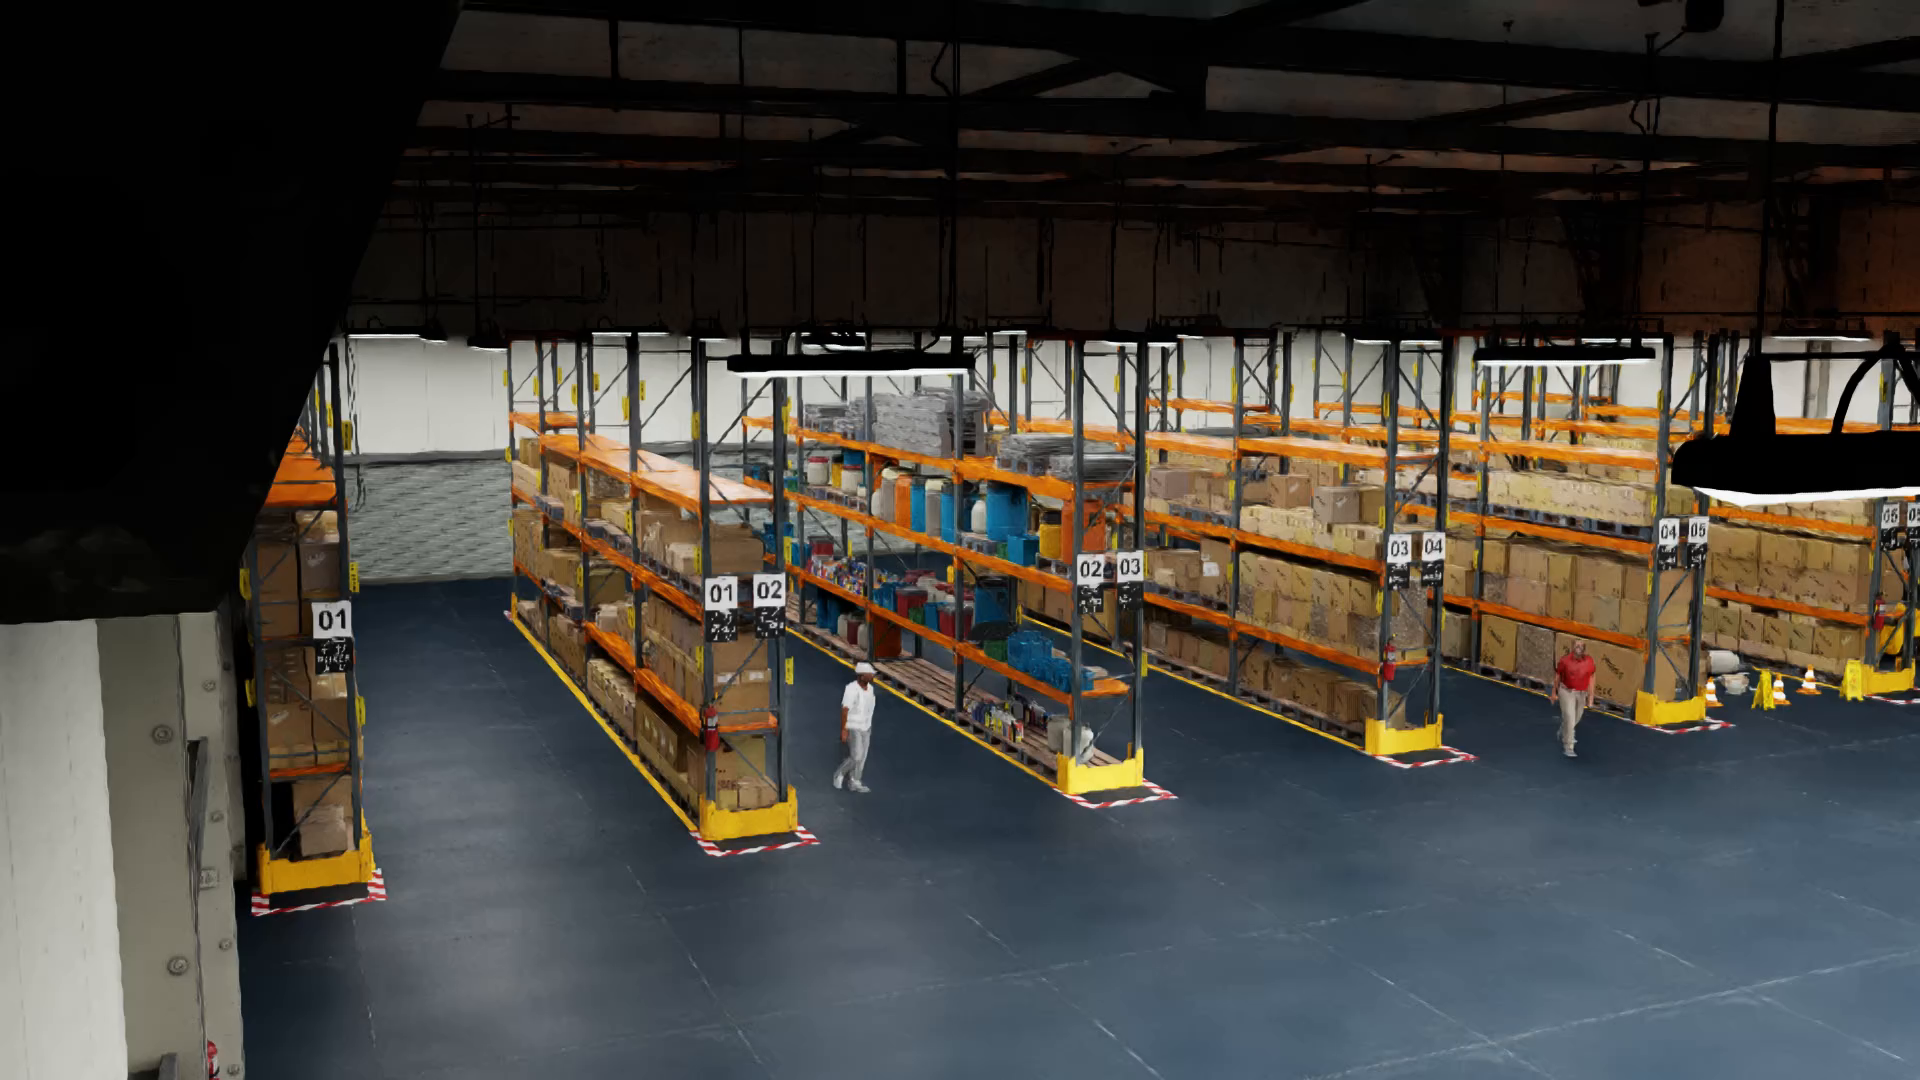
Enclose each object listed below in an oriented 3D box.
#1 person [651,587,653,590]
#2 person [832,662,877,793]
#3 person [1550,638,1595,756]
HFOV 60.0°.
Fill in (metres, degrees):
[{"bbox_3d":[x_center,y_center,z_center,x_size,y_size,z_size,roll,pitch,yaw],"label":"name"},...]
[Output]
[{"bbox_3d":[-5.848,0.980,33.059,0.598,1.698,1.193,-3,8,-20],"label":"person"},{"bbox_3d":[-1.391,2.479,22.044,0.571,1.756,0.616,5,9,31],"label":"person"},{"bbox_3d":[8.885,2.227,24.086,0.568,1.677,0.950,-1,8,-7],"label":"person"}]
